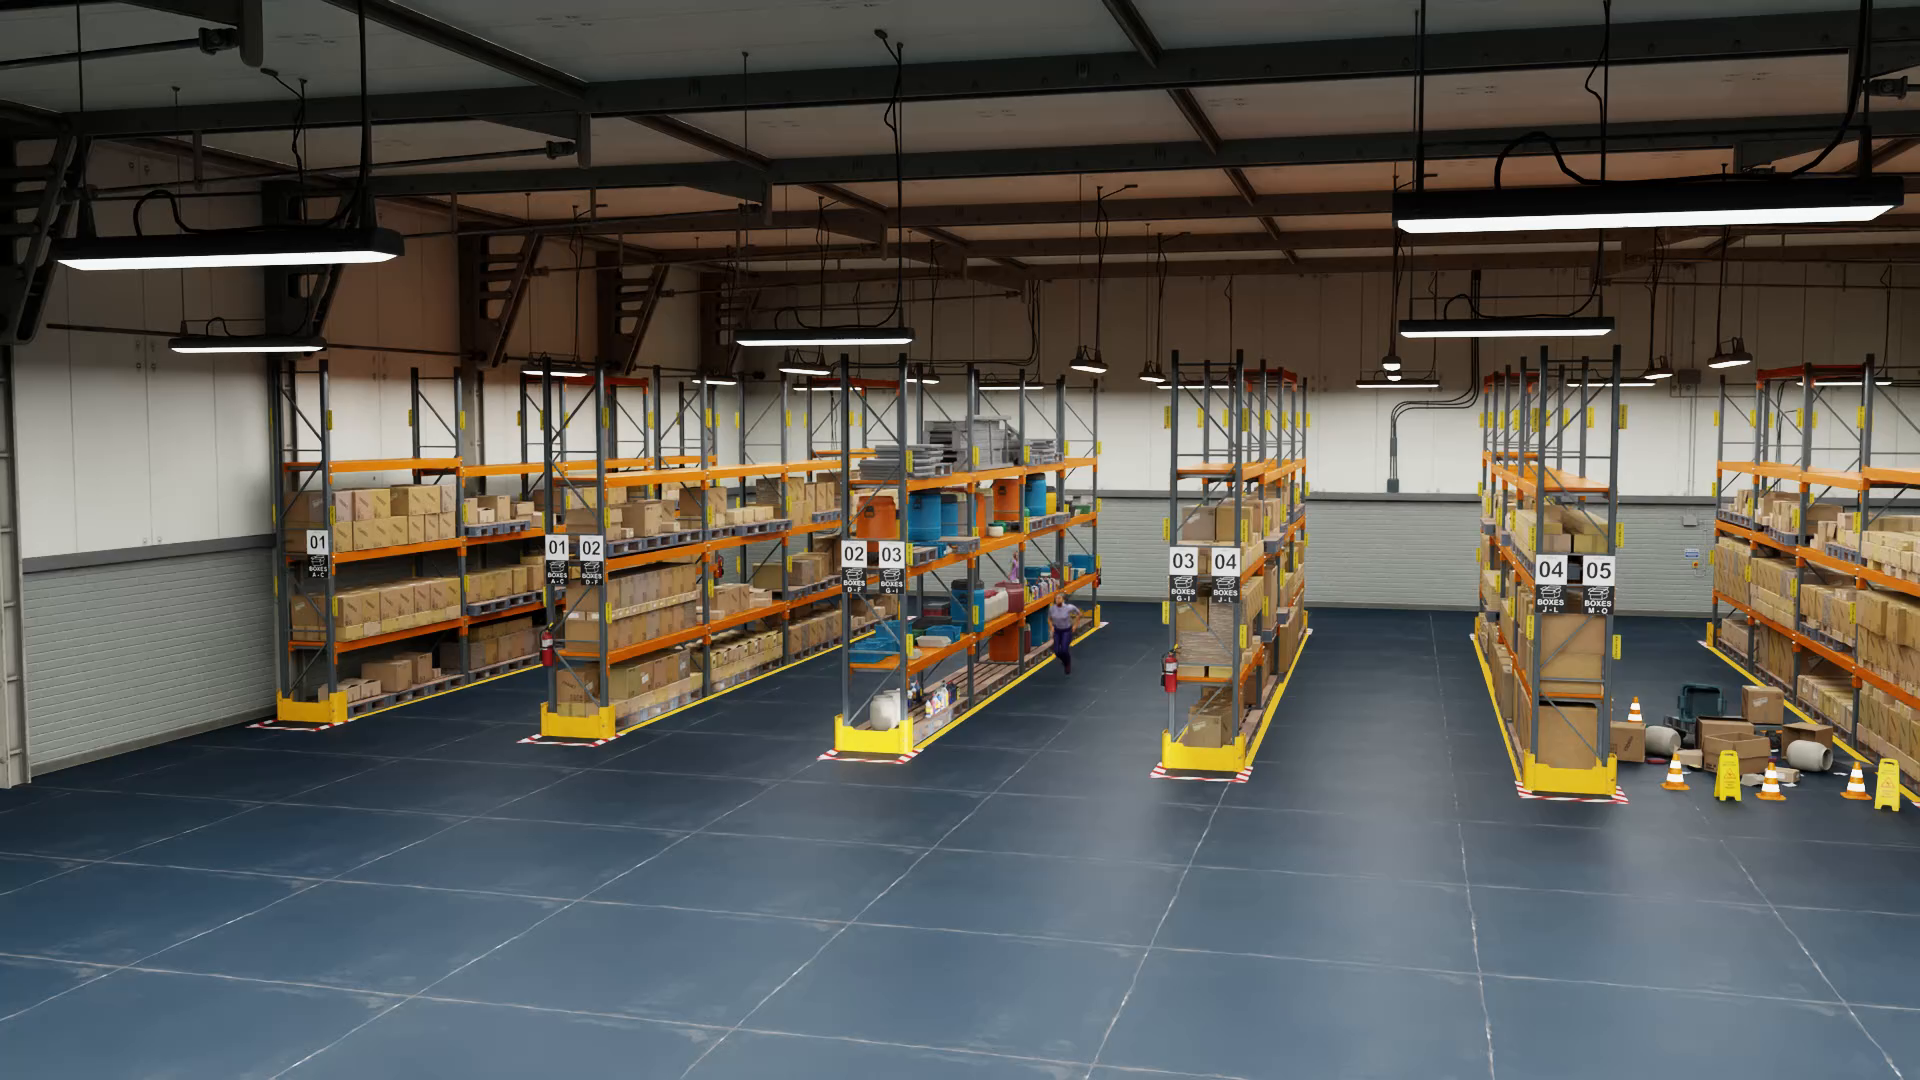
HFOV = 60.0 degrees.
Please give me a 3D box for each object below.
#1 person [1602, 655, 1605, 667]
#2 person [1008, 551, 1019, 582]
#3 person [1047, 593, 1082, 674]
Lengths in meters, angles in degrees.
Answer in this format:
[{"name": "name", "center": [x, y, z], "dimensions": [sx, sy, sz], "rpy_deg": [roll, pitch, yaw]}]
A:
[{"name": "person", "center": [12.764, 1.721, 33.393], "dimensions": [0.577, 1.774, 0.517], "rpy_deg": [1, 4, 15]}, {"name": "person", "center": [1.473, 1.067, 44.043], "dimensions": [0.981, 1.505, 0.396], "rpy_deg": [2, 4, 22]}, {"name": "person", "center": [2.001, 1.788, 31.853], "dimensions": [0.648, 1.583, 0.738], "rpy_deg": [2, 4, 23]}]
